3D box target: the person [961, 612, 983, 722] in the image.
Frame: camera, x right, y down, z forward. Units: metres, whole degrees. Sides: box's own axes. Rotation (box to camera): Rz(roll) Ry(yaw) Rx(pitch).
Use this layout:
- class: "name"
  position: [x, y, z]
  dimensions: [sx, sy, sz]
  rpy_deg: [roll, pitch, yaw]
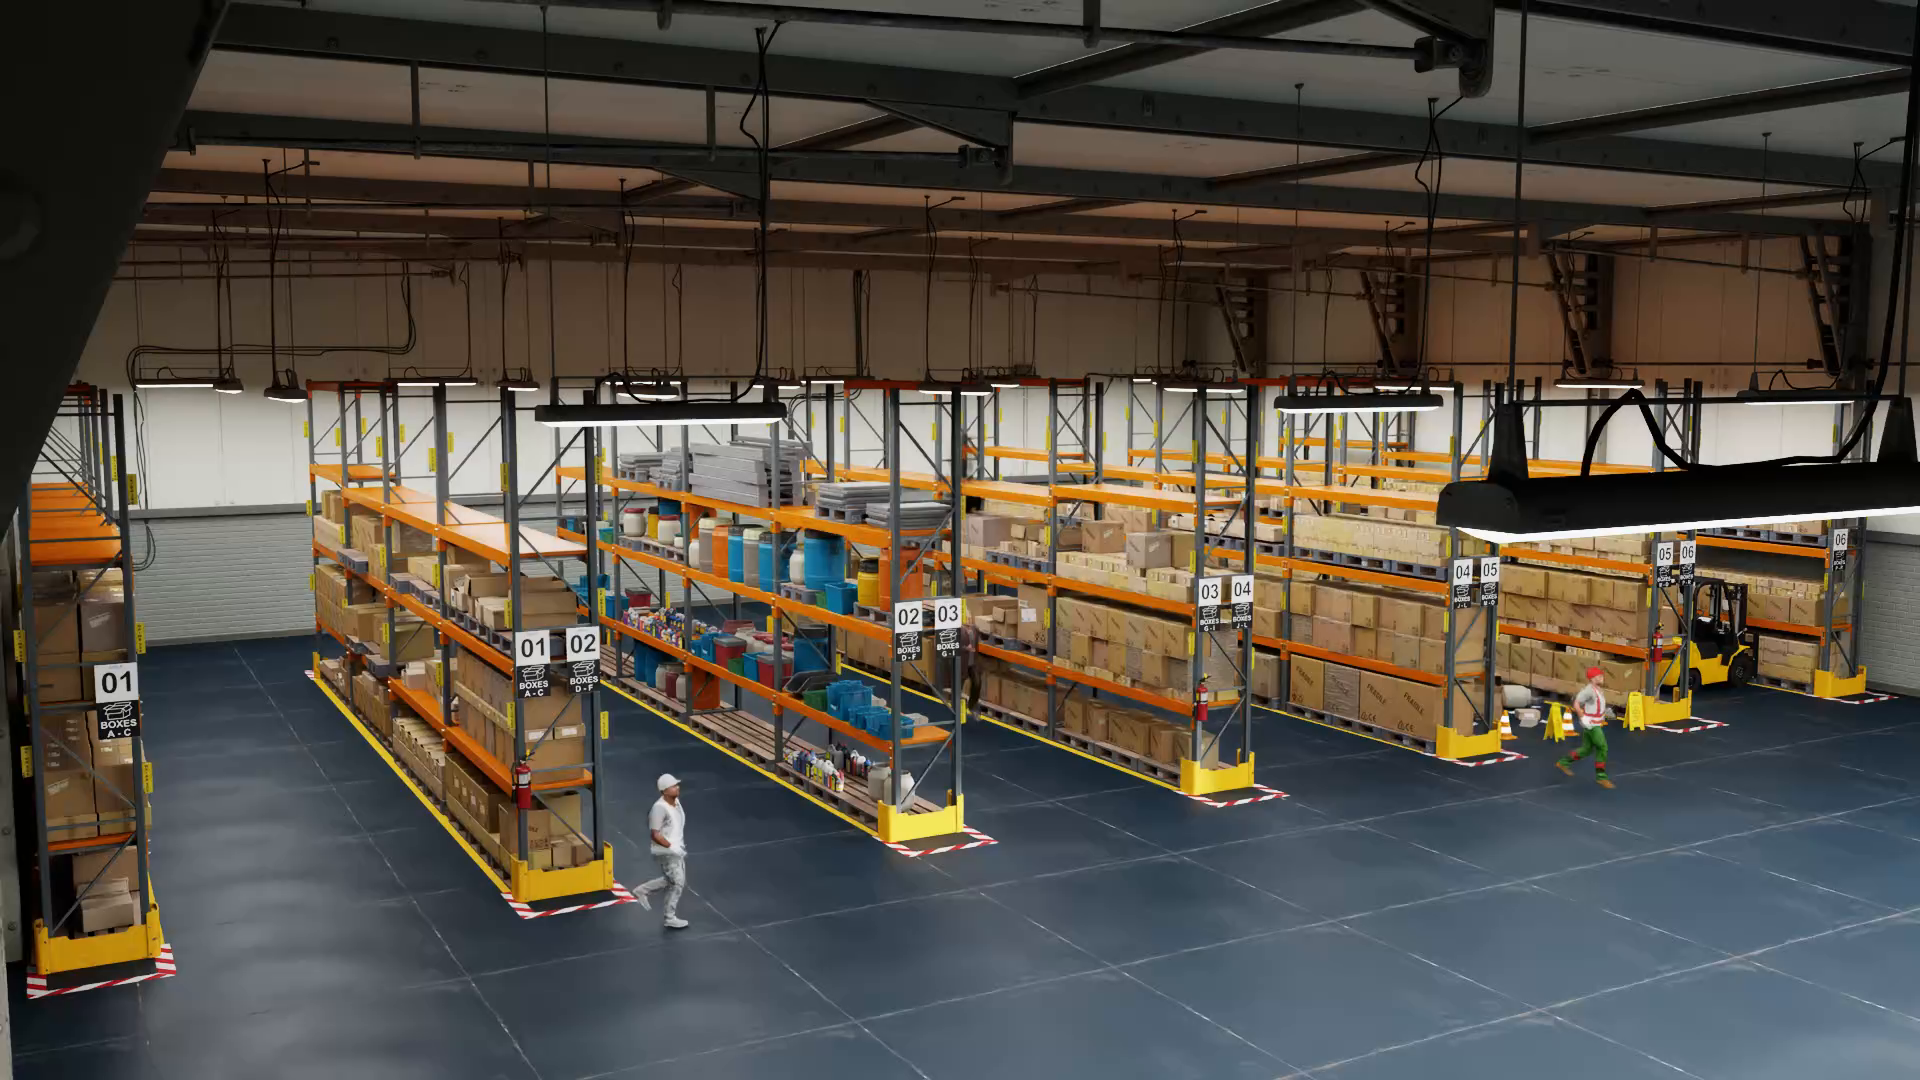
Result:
- class: "person"
  position: [0.133, 2.167, 28.423]
  dimensions: [0.654, 1.883, 0.834]
  rpy_deg: [-3, 7, -30]

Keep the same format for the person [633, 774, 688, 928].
- class: "person"
  position: [-3.356, 3.480, 18.680]
  dimensions: [0.684, 1.750, 0.690]
  rpy_deg: [1, 6, 5]

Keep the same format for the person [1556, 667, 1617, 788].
- class: "person"
  position: [9.449, 2.794, 25.022]
  dimensions: [0.888, 1.800, 0.661]
  rpy_deg: [3, 7, 27]
